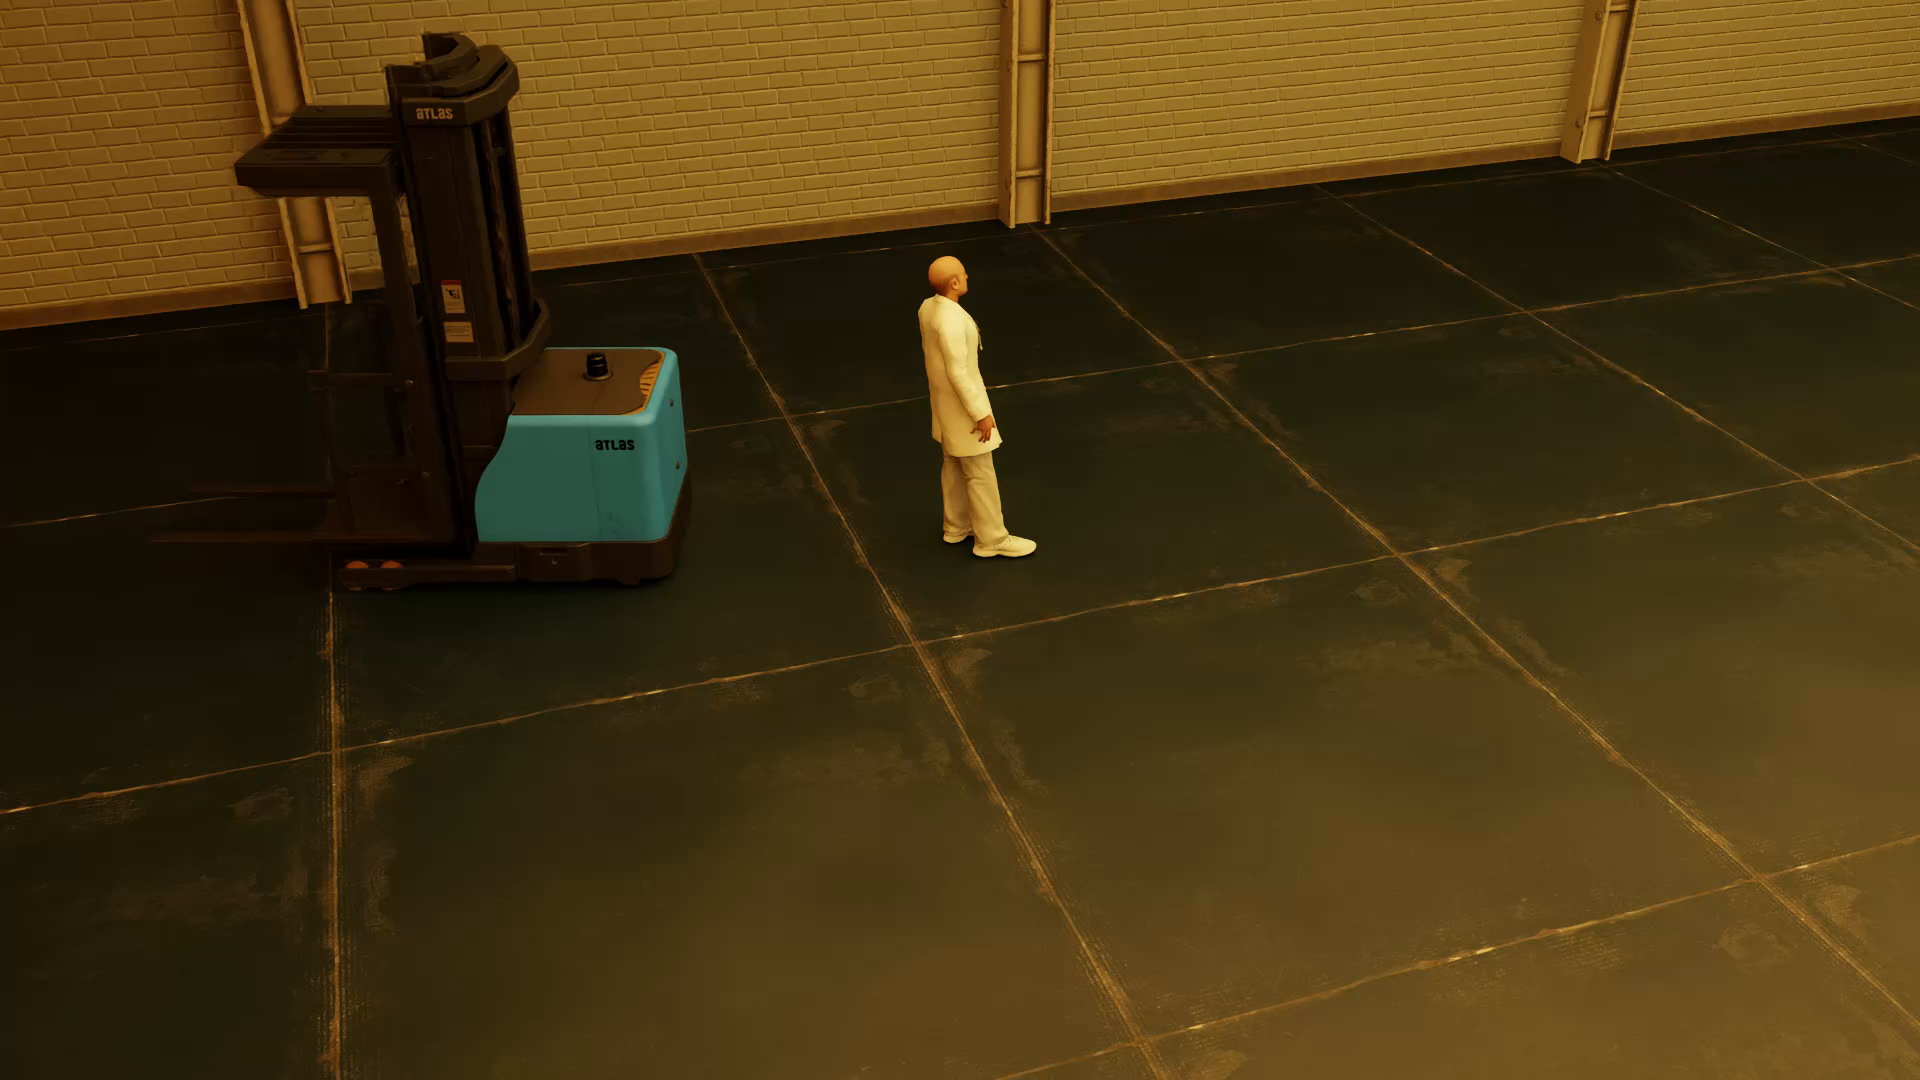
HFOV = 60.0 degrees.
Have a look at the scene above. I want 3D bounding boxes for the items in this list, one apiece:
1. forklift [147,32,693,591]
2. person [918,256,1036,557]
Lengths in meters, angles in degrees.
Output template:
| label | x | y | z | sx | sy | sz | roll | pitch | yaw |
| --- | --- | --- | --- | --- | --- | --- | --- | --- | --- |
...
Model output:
| label | x | y | z | sx | sy | sz | roll | pitch | yaw |
| --- | --- | --- | --- | --- | --- | --- | --- | --- | --- |
| forklift | -3.171 | -1.244 | 9.250 | 3.031 | 2.935 | 1.130 | 0 | 30 | 0 |
| person | 0.088 | -0.790 | 9.601 | 0.578 | 1.777 | 0.698 | -10 | 31 | -16 |
